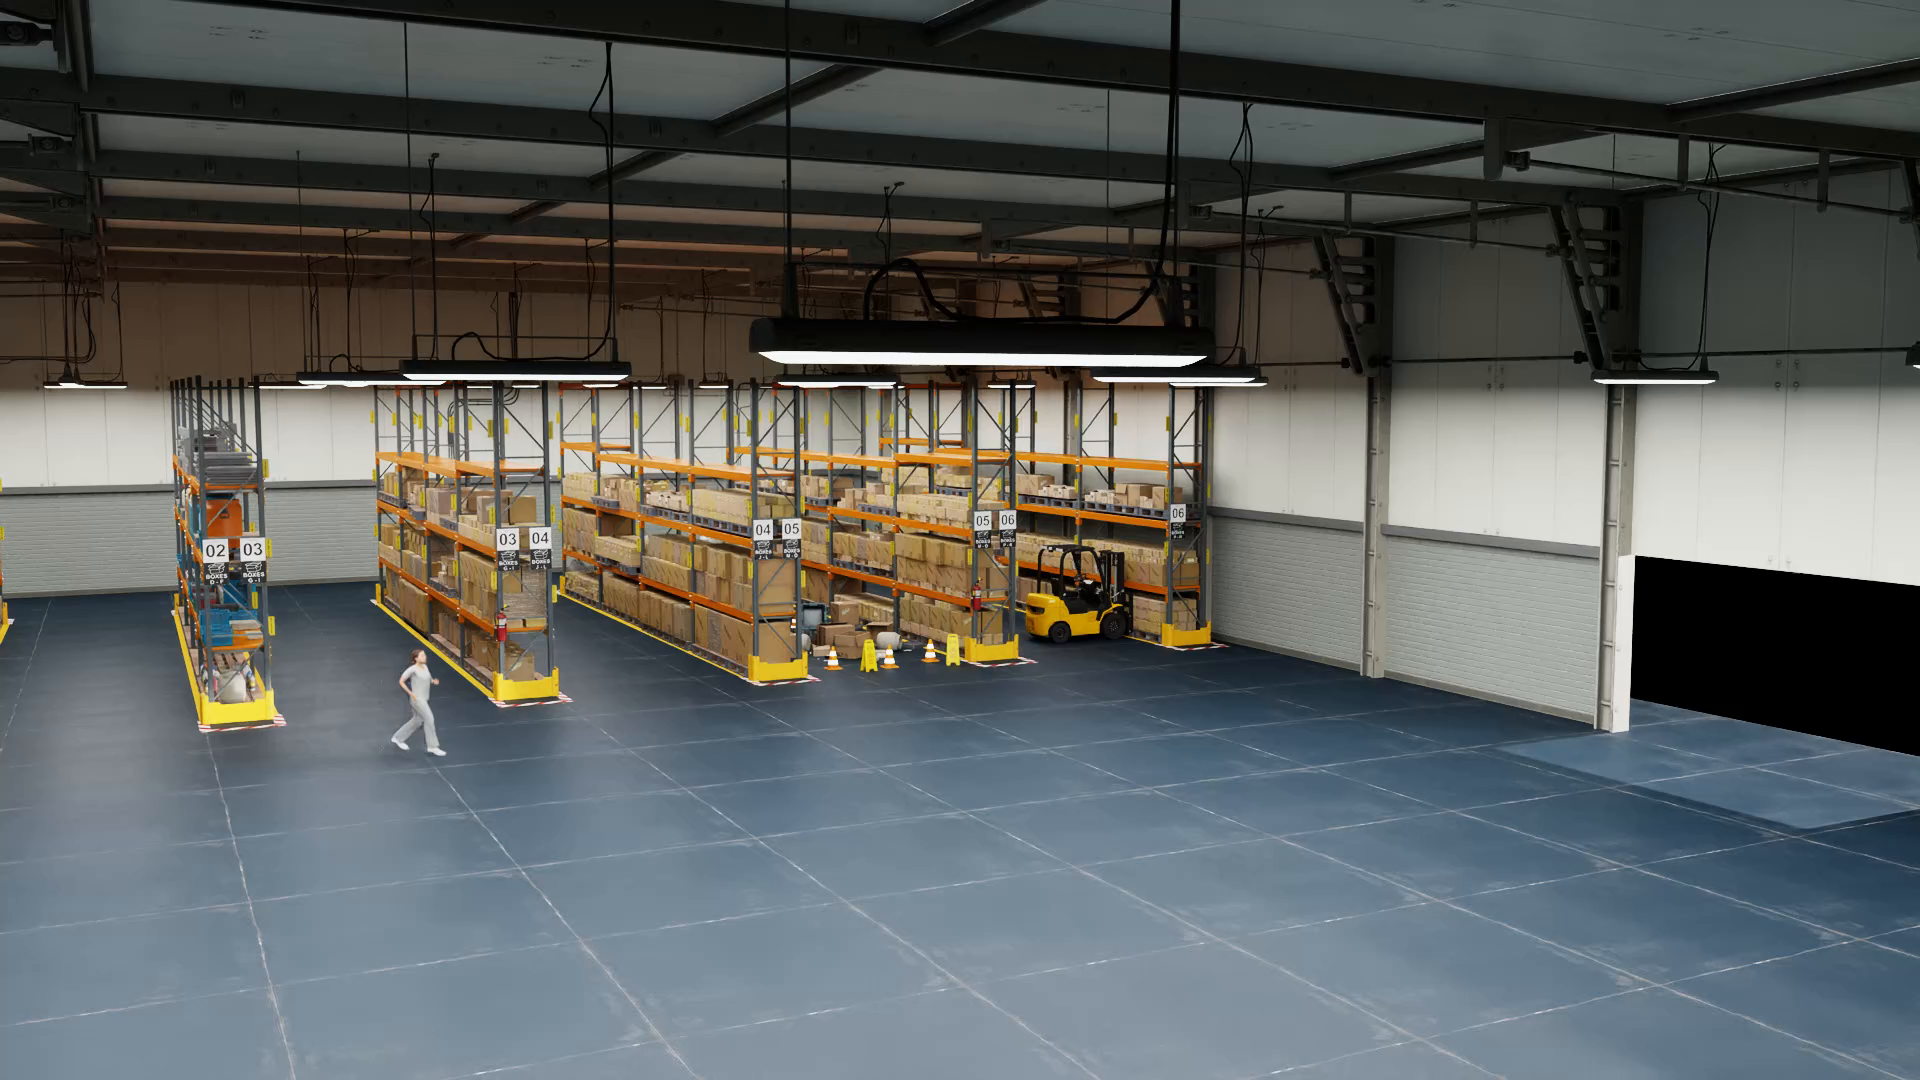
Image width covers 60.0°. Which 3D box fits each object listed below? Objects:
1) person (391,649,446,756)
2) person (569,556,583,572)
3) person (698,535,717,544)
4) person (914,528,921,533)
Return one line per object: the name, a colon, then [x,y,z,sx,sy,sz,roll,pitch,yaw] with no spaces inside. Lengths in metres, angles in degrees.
person: [-8.567,2.550,26.295,0.895,1.692,0.553,0,5,5]
person: [-11.211,0.556,48.902,0.574,1.673,0.525,5,7,42]
person: [-7.768,0.351,50.973,0.826,1.658,0.581,-5,7,-44]
person: [-1.184,0.568,45.095,0.725,1.858,0.923,-3,6,-33]
